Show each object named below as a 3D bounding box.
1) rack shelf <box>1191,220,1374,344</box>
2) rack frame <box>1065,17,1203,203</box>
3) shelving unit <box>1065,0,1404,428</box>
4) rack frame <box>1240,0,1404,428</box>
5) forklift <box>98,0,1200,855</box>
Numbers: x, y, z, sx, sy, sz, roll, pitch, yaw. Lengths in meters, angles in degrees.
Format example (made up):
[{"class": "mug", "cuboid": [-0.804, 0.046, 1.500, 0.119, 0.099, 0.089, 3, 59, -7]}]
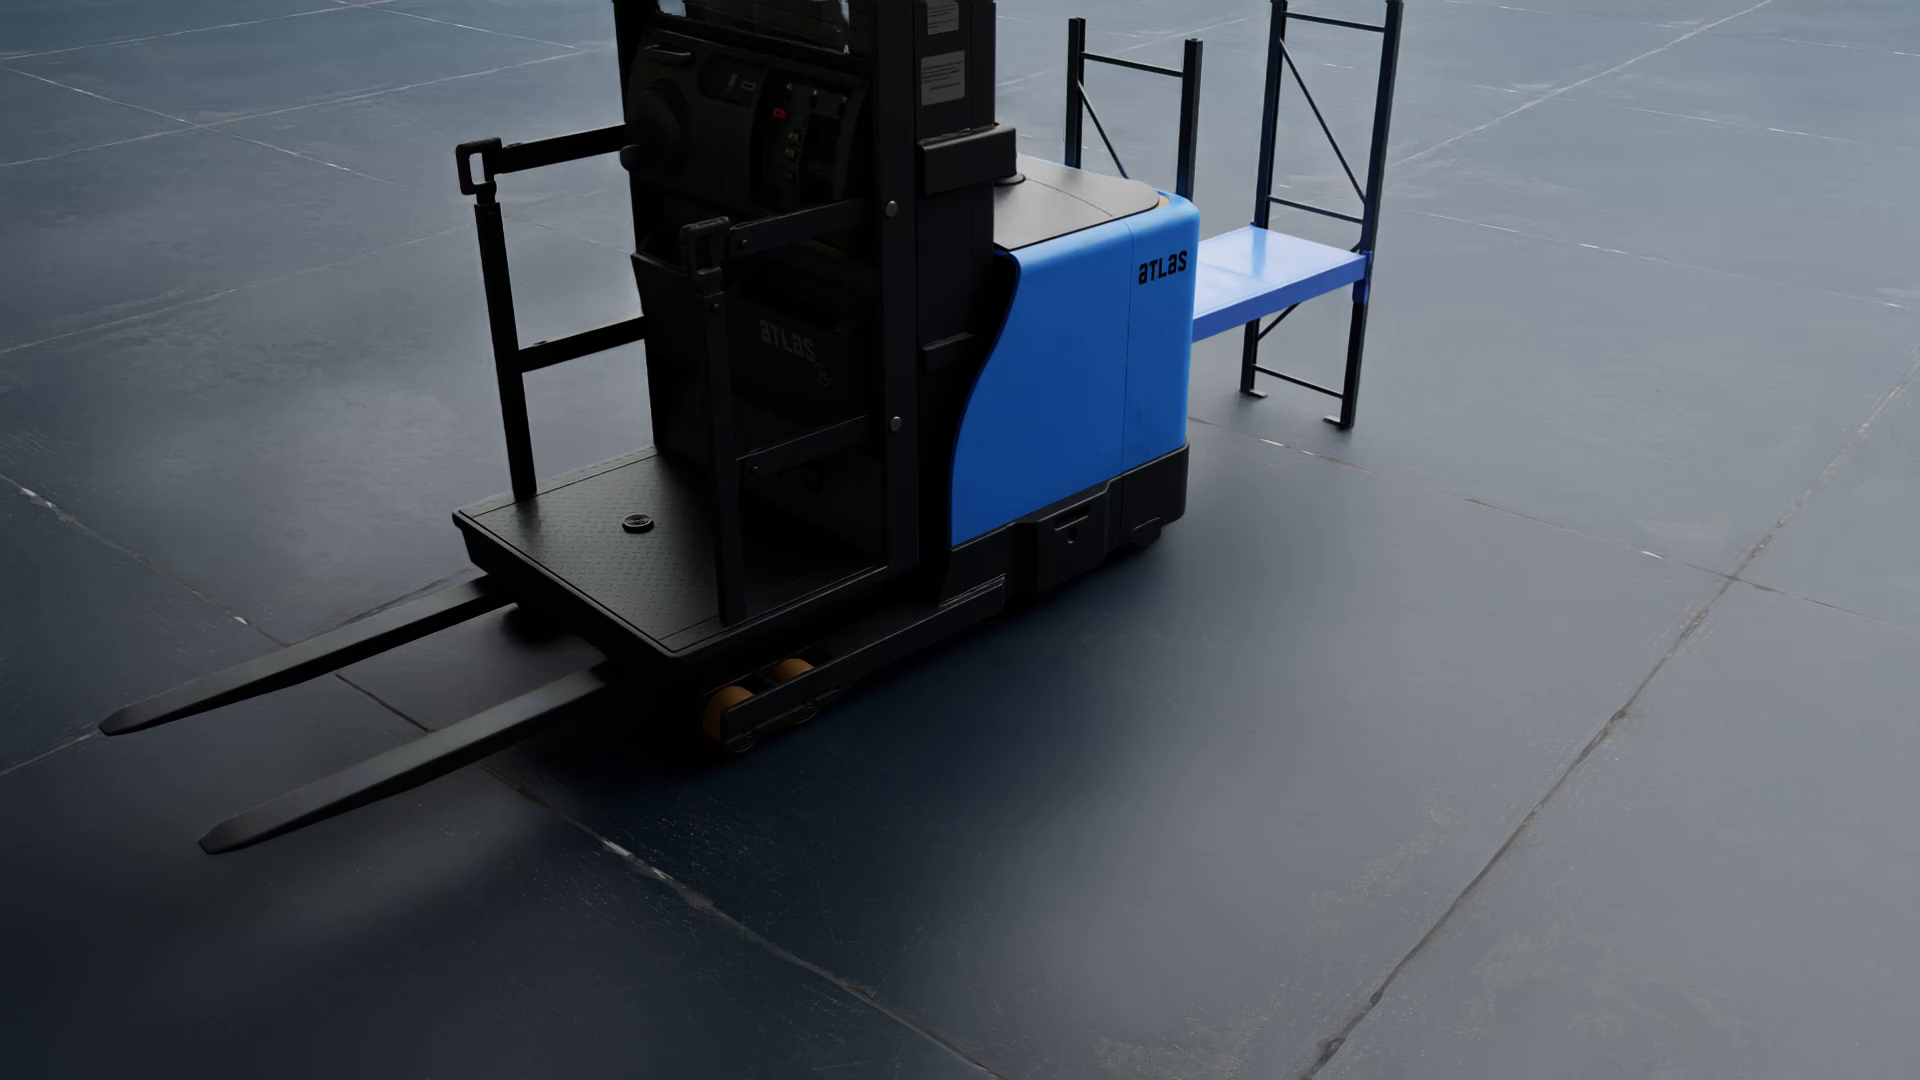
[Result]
[{"class": "rack shelf", "cuboid": [0.882, -0.840, 5.633, 1.000, 0.185, 0.538, -23, 35, -38]}, {"class": "rack frame", "cuboid": [0.512, -0.840, 5.241, 0.032, 1.500, 0.500, -23, 35, -38]}, {"class": "shelving unit", "cuboid": [0.882, -1.000, 5.550, 1.048, 1.500, 0.538, -23, 35, -38]}, {"class": "rack frame", "cuboid": [1.253, -1.160, 5.860, 0.032, 1.500, 0.500, -23, 35, -38]}, {"class": "forklift", "cuboid": [-0.704, -1.033, 4.057, 3.031, 2.935, 1.130, -23, 35, -38]}]
